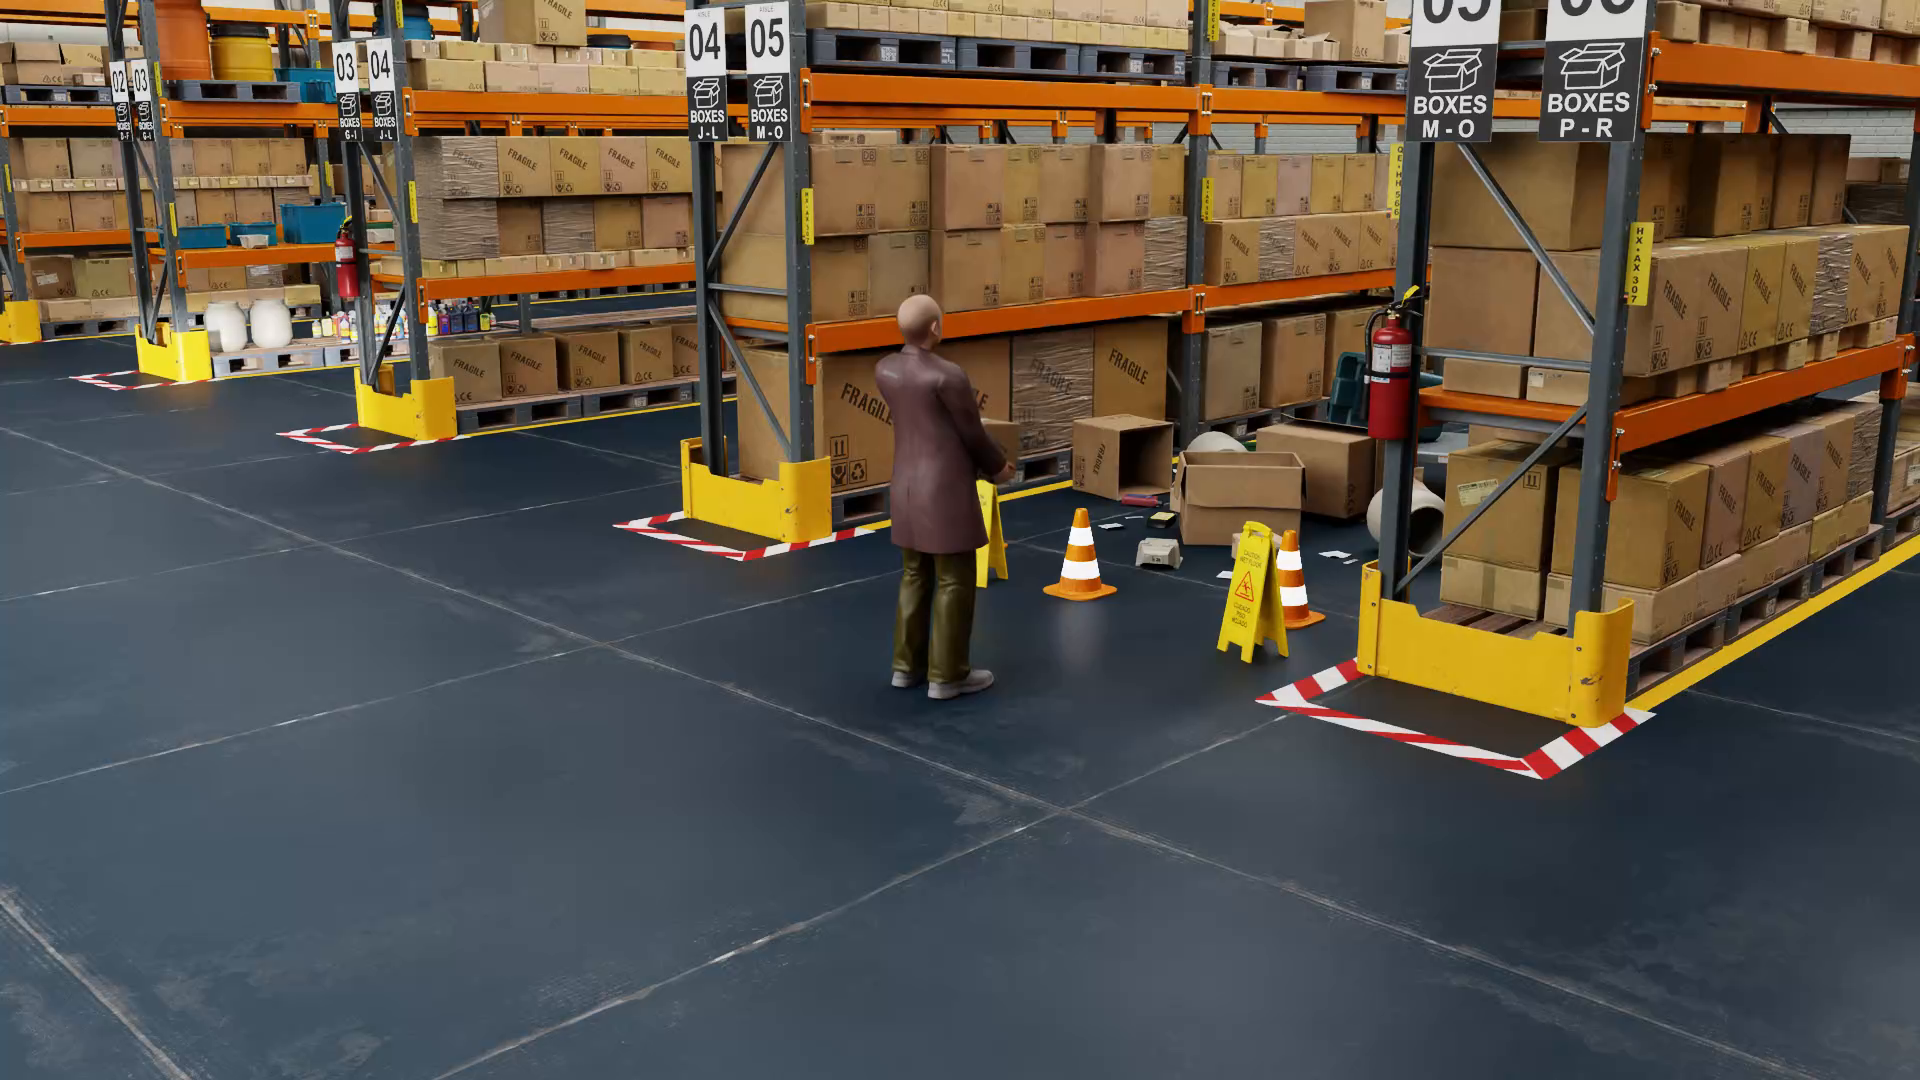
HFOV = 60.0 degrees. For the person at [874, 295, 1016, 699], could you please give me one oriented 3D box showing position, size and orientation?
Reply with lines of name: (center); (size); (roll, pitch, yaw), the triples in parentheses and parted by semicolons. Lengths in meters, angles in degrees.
person: (-0.046, -0.212, 7.419); (0.558, 1.773, 0.528); (-13, 19, -43)
